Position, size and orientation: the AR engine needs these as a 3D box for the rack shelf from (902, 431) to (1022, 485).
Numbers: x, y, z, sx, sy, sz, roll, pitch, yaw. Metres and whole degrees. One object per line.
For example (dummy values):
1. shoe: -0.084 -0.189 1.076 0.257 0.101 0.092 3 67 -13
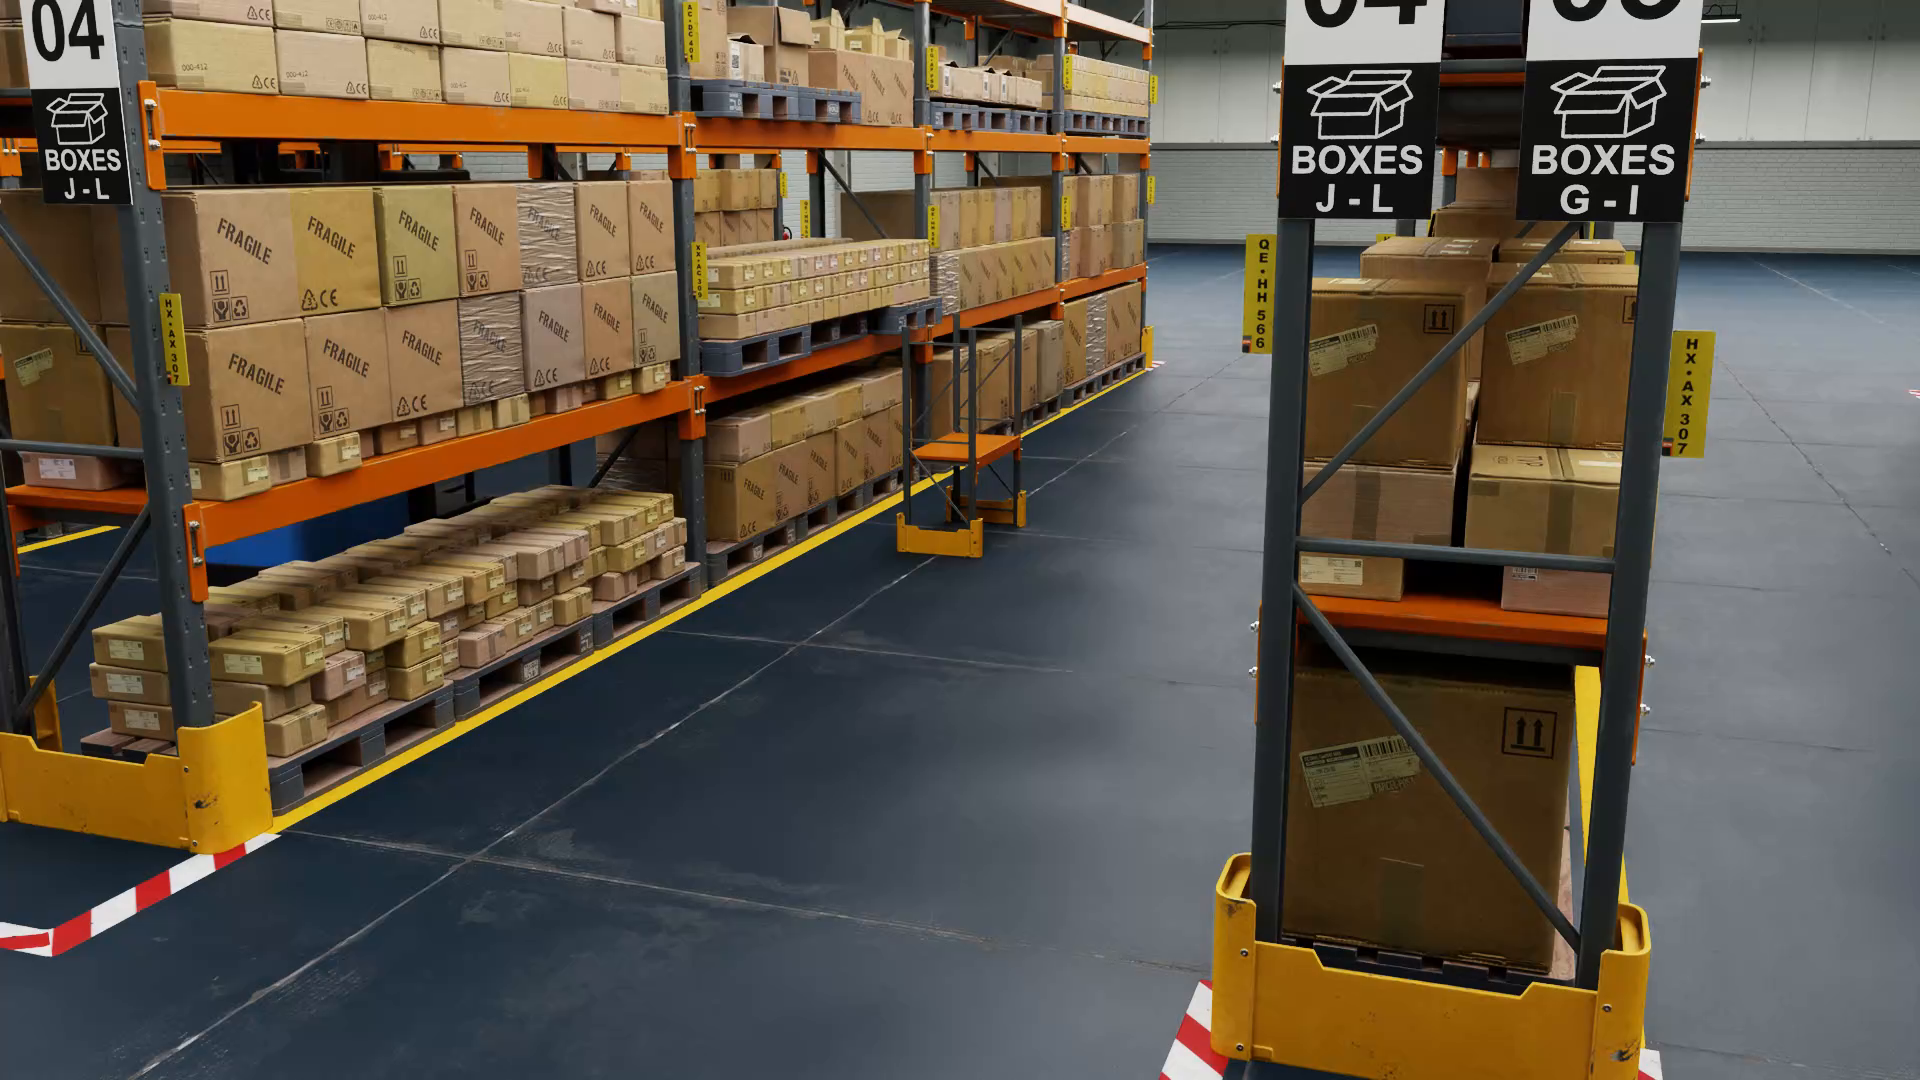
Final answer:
1. rack shelf: 0.028 -0.574 11.440 0.538 0.185 1.000 4 14 18

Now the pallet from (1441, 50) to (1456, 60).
1. pallet: 2.360 -2.043 7.156 1.003 0.211 1.213 4 14 18

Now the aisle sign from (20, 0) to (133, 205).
1. aisle sign: -3.060 -1.562 5.748 0.394 0.787 0.004 4 14 18

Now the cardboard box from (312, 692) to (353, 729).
1. cardboard box: -2.841 0.705 7.119 0.380 0.149 0.250 4 14 18

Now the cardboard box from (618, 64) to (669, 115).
1. cardboard box: -1.929 -2.440 9.034 0.500 0.250 0.500 5 14 20

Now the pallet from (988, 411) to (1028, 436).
1. pallet: -0.009 -1.073 15.715 1.003 0.211 1.213 4 14 18

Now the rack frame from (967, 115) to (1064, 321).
1. rack frame: 0.563 -2.858 17.269 1.000 3.000 0.127 4 14 18

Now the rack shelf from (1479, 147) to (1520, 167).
1. rack shelf: 5.870 -4.012 17.202 1.077 0.370 4.000 4 14 18

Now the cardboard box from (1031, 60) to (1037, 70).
1. cardboard box: 0.624 -5.099 17.950 0.380 0.149 0.250 5 14 19

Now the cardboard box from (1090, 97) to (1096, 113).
1. cardboard box: 1.247 -4.663 17.834 0.380 0.149 0.250 4 13 18

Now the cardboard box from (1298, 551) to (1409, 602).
1. cardboard box: 1.144 0.071 5.002 0.380 0.149 0.250 5 14 19

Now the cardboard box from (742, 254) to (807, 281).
1. cardboard box: -1.210 -1.761 10.747 0.380 0.149 0.250 4 14 18

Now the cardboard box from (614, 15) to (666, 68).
1. cardboard box: -1.935 -2.691 9.010 0.500 0.250 0.500 4 13 16

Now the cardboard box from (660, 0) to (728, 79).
1. cardboard box: -1.799 -2.961 9.812 0.700 0.500 0.500 4 14 18

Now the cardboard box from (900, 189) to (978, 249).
1. cardboard box: -0.251 -2.861 14.809 0.700 0.500 0.500 4 13 18

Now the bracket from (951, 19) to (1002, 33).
1. bracket: 0.439 -14.651 47.366 0.076 0.066 4.783 4 14 18

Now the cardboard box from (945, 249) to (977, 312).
1. cardboard box: -0.169 -2.247 14.367 0.500 0.500 0.500 4 14 18

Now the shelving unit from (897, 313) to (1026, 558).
1. shelving unit: 0.025 -0.747 11.391 0.587 1.500 1.083 4 14 18

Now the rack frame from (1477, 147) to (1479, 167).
1. rack frame: 5.223 -2.480 15.611 1.000 3.000 0.127 4 14 18

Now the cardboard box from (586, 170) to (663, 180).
1. cardboard box: -3.806 -3.951 18.919 0.700 0.500 0.500 4 14 18

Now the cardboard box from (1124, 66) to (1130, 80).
1. cardboard box: 1.739 -5.374 19.153 0.380 0.149 0.250 4 14 19

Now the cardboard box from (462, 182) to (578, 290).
1. cardboard box: -2.263 -1.520 8.268 0.500 0.500 0.500 5 14 20

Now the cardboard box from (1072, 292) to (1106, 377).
1. cardboard box: 1.120 -2.344 18.850 0.875 0.875 0.875 4 14 19

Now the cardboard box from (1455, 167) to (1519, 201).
1. cardboard box: 4.833 -2.820 14.809 1.000 1.000 1.000 4 14 19

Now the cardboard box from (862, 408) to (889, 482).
1. cardboard box: -0.869 -0.736 12.643 0.500 0.500 0.500 5 14 21

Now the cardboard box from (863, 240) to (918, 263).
1. cardboard box: -0.540 -2.199 12.666 0.380 0.149 0.250 4 14 18

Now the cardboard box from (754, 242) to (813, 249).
1. cardboard box: -1.319 -2.141 12.411 0.380 0.149 0.250 4 13 16

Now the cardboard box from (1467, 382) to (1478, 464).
1. cardboard box: 1.740 -0.470 6.475 0.500 0.250 0.500 4 14 19

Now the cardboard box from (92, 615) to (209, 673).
1. cardboard box: -3.389 0.434 6.972 0.380 0.149 0.250 5 14 19

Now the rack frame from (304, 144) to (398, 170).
1. rack frame: -5.448 -2.351 15.047 1.000 3.000 0.127 4 14 18

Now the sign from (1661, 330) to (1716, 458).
1. sign: 1.864 -0.373 4.256 0.100 0.325 0.005 4 14 18

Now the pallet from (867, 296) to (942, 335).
1. pallet: -0.861 -1.765 12.909 1.213 0.211 1.003 4 14 18

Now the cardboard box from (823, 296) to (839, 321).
1. cardboard box: -1.046 -1.581 11.295 0.380 0.149 0.250 4 13 17

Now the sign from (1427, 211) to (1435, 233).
1. sign: 3.412 -2.200 11.964 0.100 0.325 0.005 4 14 18

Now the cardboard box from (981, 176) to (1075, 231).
1. cardboard box: 0.714 -3.533 17.462 0.875 0.550 0.550 4 14 18

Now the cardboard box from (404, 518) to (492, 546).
1. cardboard box: -2.736 -0.006 8.900 0.380 0.149 0.250 5 14 20

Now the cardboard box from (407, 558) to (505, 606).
1. cardboard box: -2.422 0.199 8.000 0.380 0.149 0.250 5 14 19

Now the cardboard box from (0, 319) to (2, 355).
1. cardboard box: -6.651 -1.441 10.838 0.500 0.500 0.500 4 14 19

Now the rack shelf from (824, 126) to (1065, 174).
1. rack shelf: -0.085 -3.549 15.170 1.077 0.370 4.000 4 14 18

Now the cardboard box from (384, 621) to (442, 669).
1. cardboard box: -2.585 0.459 7.530 0.380 0.149 0.250 5 14 20

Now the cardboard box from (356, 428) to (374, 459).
1. cardboard box: -2.770 -0.427 7.184 0.380 0.149 0.250 5 14 21

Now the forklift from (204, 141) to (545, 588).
1. forklift: -3.782 -1.309 10.635 1.130 2.935 3.031 4 13 15

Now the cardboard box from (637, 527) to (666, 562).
1. cardboard box: -1.903 0.014 9.482 0.380 0.149 0.250 4 13 16

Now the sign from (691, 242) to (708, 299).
1. sign: -1.510 -1.558 9.629 0.100 0.325 0.005 4 14 18

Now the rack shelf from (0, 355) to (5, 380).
1. rack shelf: -7.389 -0.737 9.592 1.077 0.370 4.000 4 14 18

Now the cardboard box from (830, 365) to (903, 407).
1. cardboard box: -0.705 -1.205 13.013 0.500 0.250 0.500 4 13 17

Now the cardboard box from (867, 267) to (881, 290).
1. cardboard box: -0.792 -1.890 11.978 0.380 0.149 0.250 4 14 18

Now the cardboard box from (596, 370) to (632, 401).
1. cardboard box: -2.020 -0.860 9.080 0.380 0.149 0.250 5 14 21

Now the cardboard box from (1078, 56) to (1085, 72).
1. cardboard box: 1.083 -4.946 17.281 0.380 0.149 0.250 4 14 18

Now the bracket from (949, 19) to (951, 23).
1. bracket: -0.400 -14.105 44.974 0.235 0.232 0.430 4 14 18

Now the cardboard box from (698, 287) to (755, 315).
1. cardboard box: -1.463 -1.451 10.056 0.380 0.149 0.250 5 14 19

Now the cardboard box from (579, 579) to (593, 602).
1. cardboard box: -2.218 0.274 9.008 0.380 0.149 0.250 4 13 17

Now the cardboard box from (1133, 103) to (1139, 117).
1. cardboard box: 1.905 -5.092 19.712 0.380 0.149 0.250 5 14 19

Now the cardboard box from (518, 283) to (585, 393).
1. cardboard box: -2.246 -1.031 8.372 0.500 0.500 0.500 4 14 18

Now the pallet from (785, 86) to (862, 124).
1. pallet: -1.393 -2.885 11.070 1.213 0.211 1.003 4 14 18

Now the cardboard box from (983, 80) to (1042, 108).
1. cardboard box: 0.485 -4.341 16.192 0.500 0.250 0.500 5 14 19

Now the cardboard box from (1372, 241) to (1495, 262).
1. cardboard box: 2.071 -1.047 7.318 0.500 0.500 0.500 4 14 18

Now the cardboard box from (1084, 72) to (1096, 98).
1. cardboard box: 1.147 -4.835 17.690 0.500 0.250 0.500 4 14 18
